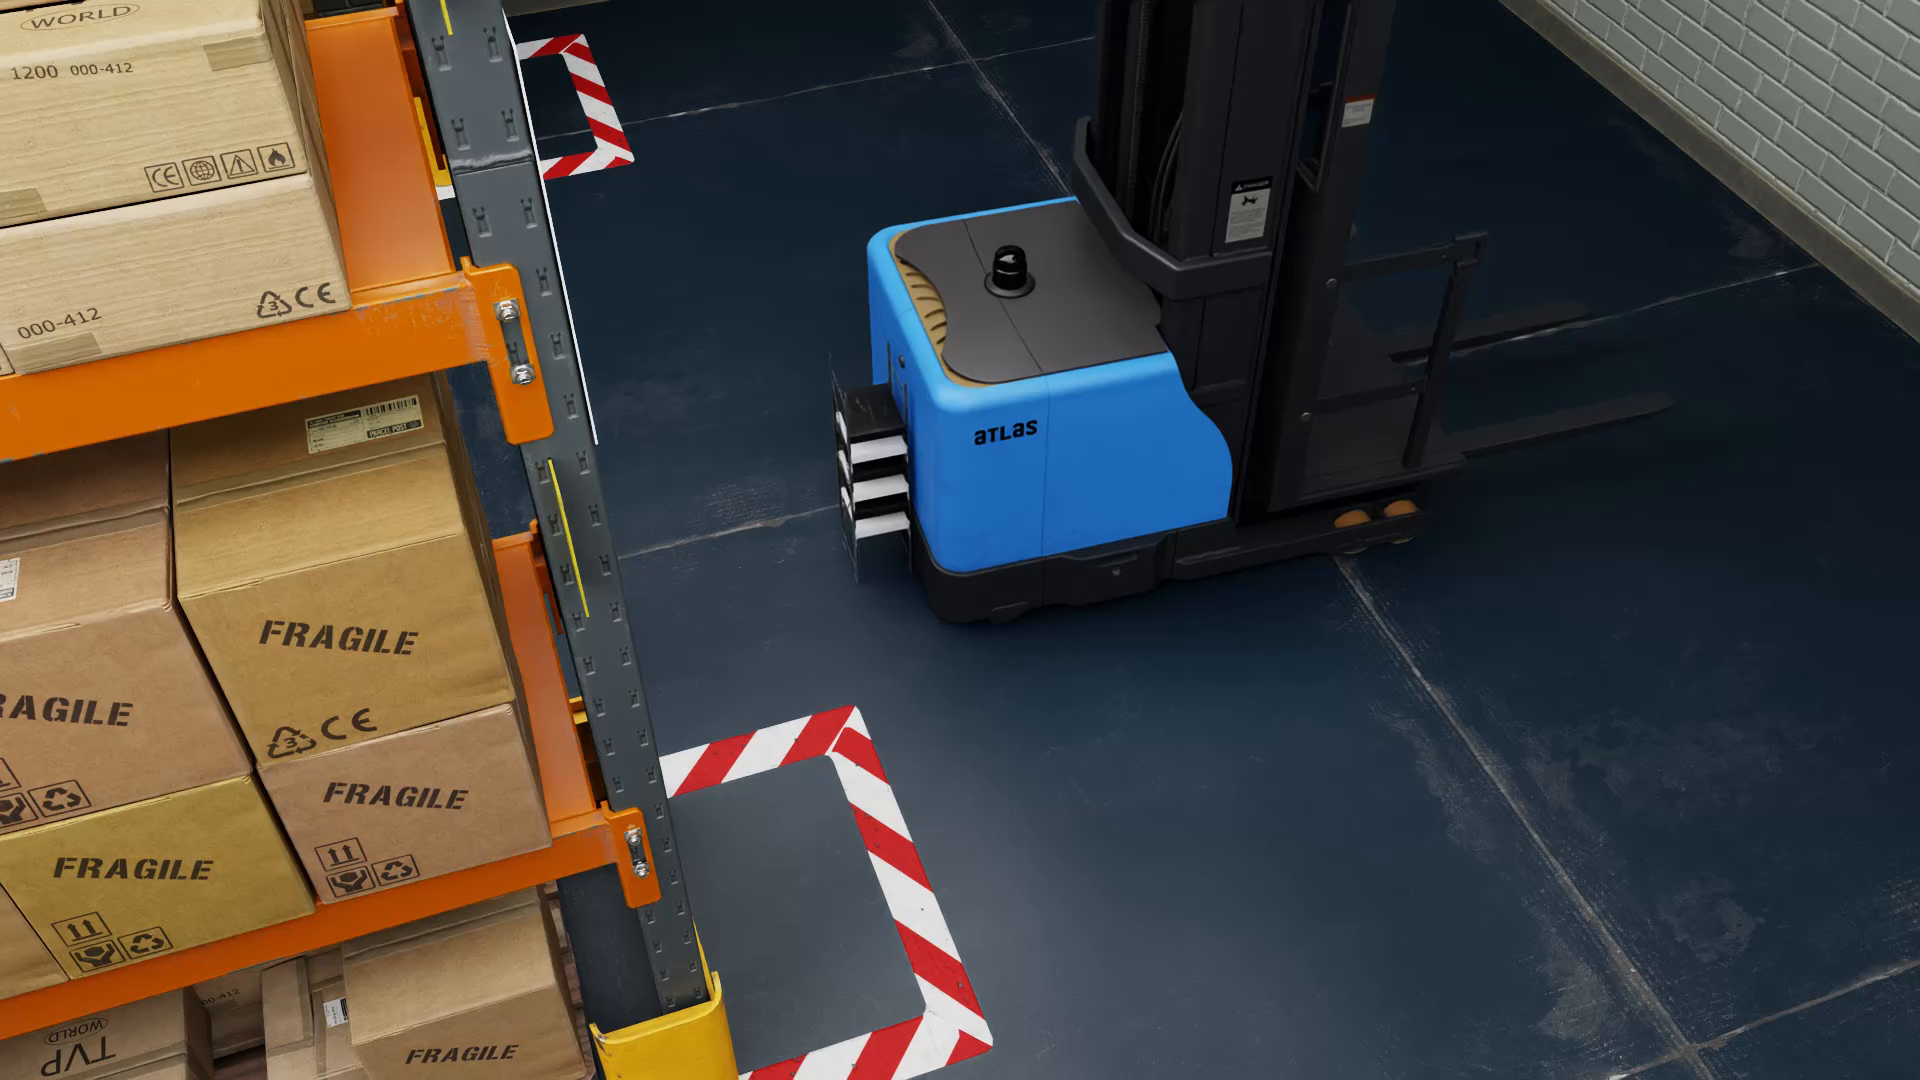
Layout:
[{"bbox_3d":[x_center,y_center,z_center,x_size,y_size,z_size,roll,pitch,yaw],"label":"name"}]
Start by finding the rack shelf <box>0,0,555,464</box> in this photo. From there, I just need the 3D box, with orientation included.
[{"bbox_3d":[-2.777,-0.177,2.699,4.000,0.370,1.077,-14,47,-14],"label":"rack shelf"}]

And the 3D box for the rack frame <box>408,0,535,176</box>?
[{"bbox_3d":[-0.896,-1.971,1.861,0.127,3.000,1.000,-14,47,-14],"label":"rack frame"}]

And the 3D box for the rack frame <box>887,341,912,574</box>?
[{"bbox_3d":[-0.212,-0.276,5.889,0.006,0.900,0.240,-12,46,-11],"label":"rack frame"}]

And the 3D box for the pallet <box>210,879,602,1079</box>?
[{"bbox_3d":[-1.717,1.342,4.764,1.213,0.211,1.003,-14,47,-14],"label":"pallet"}]

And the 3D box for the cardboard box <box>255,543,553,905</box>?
[{"bbox_3d":[-1.225,0.400,3.663,0.500,0.500,0.500,-13,47,-13],"label":"cardboard box"}]

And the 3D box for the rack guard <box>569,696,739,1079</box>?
[{"bbox_3d":[-0.967,1.047,4.853,0.348,0.500,1.175,-14,47,-14],"label":"rack guard"}]

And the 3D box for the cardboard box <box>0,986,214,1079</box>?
[{"bbox_3d":[-2.227,1.465,4.302,0.500,0.250,0.500,-14,47,-14],"label":"cardboard box"}]

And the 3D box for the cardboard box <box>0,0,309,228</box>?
[{"bbox_3d":[-1.293,-0.742,2.507,0.500,0.250,0.500,-14,47,-14],"label":"cardboard box"}]

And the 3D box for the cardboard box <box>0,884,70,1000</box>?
[{"bbox_3d":[-2.183,0.644,3.420,0.500,0.500,0.500,-14,47,-14],"label":"cardboard box"}]

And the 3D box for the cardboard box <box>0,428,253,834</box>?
[{"bbox_3d":[-1.696,0.171,3.186,0.500,0.500,0.500,-13,47,-13],"label":"cardboard box"}]

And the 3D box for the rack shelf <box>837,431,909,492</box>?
[{"bbox_3d":[-0.310,-0.295,5.829,0.200,0.077,0.258,-12,46,-11],"label":"rack shelf"}]

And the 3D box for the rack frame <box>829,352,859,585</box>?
[{"bbox_3d":[-0.407,-0.235,5.849,0.006,0.900,0.240,-12,46,-11],"label":"rack frame"}]

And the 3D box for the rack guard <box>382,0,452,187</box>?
[{"bbox_3d":[-2.559,-2.276,8.165,0.348,0.500,1.175,-14,47,-14],"label":"rack guard"}]

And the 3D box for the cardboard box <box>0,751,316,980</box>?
[{"bbox_3d":[-1.712,0.527,3.536,0.500,0.500,0.500,-14,47,-14],"label":"cardboard box"}]

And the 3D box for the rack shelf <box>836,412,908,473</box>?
[{"bbox_3d":[-0.310,-0.359,5.765,0.200,0.077,0.258,-12,46,-11],"label":"rack shelf"}]

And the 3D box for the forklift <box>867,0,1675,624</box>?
[{"bbox_3d":[1.236,-1.332,5.508,3.031,2.935,1.130,-12,46,-11],"label":"forklift"}]

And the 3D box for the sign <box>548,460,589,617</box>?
[{"bbox_3d":[-0.726,0.001,3.091,0.005,0.325,0.100,-14,47,-14],"label":"sign"}]

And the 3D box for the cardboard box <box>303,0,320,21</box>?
[{"bbox_3d":[-3.206,-2.184,7.777,0.500,0.500,0.700,-14,47,-14],"label":"cardboard box"}]

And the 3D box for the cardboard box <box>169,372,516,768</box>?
[{"bbox_3d":[-1.221,0.049,3.307,0.500,0.500,0.500,-15,47,-14],"label":"cardboard box"}]

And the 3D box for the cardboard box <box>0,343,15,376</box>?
[{"bbox_3d":[-1.764,-0.447,2.566,0.500,0.250,0.500,-14,47,-14],"label":"cardboard box"}]

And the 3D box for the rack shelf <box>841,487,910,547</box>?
[{"bbox_3d":[-0.310,-0.105,6.020,0.200,0.077,0.258,-12,46,-11],"label":"rack shelf"}]

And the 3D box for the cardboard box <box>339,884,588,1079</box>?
[{"bbox_3d":[-1.324,1.169,4.422,0.500,0.500,0.500,-14,47,-14],"label":"cardboard box"}]

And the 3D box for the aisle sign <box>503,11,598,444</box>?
[{"bbox_3d":[-0.728,-0.583,2.878,0.004,0.787,0.394,-14,47,-14],"label":"aisle sign"}]

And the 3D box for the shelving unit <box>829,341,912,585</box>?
[{"bbox_3d":[-0.310,-0.255,5.869,0.210,0.900,0.258,-12,46,-11],"label":"shelving unit"}]

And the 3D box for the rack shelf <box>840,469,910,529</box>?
[{"bbox_3d":[-0.310,-0.168,5.957,0.200,0.077,0.258,-12,46,-11],"label":"rack shelf"}]

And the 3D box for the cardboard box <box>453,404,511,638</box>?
[{"bbox_3d":[-1.403,0.042,4.019,0.500,0.500,0.500,-13,47,-13],"label":"cardboard box"}]

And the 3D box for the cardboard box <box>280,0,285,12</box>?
[{"bbox_3d":[-1.468,-1.086,2.849,0.500,0.250,0.500,-14,47,-14],"label":"cardboard box"}]

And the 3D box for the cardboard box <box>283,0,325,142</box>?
[{"bbox_3d":[-1.465,-0.905,3.022,0.500,0.250,0.500,-14,47,-14],"label":"cardboard box"}]

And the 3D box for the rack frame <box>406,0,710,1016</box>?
[{"bbox_3d":[-0.896,0.147,3.986,0.127,3.000,1.000,-14,47,-14],"label":"rack frame"}]

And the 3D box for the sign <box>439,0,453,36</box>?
[{"bbox_3d":[-0.726,-0.850,2.237,0.005,0.325,0.100,-14,47,-14],"label":"sign"}]

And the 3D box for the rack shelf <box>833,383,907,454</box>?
[{"bbox_3d":[-0.310,-0.423,5.702,0.200,0.077,0.258,-12,46,-11],"label":"rack shelf"}]

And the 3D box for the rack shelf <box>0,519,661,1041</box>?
[{"bbox_3d":[-2.777,0.882,3.762,4.000,0.370,1.077,-14,47,-14],"label":"rack shelf"}]

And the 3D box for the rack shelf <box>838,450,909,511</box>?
[{"bbox_3d":[-0.310,-0.232,5.893,0.200,0.077,0.258,-12,46,-11],"label":"rack shelf"}]

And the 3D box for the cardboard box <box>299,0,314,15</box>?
[{"bbox_3d":[-3.156,-2.576,7.710,0.250,0.149,0.380,-14,47,-14],"label":"cardboard box"}]

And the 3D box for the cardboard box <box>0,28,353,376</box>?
[{"bbox_3d":[-1.290,-0.560,2.679,0.500,0.250,0.500,-14,47,-14],"label":"cardboard box"}]

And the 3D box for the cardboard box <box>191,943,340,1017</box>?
[{"bbox_3d":[-1.974,1.024,4.742,0.500,0.250,0.500,-14,47,-14],"label":"cardboard box"}]

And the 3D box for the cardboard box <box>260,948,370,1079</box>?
[{"bbox_3d":[-1.735,1.324,4.503,0.250,0.166,0.380,-14,47,-14],"label":"cardboard box"}]

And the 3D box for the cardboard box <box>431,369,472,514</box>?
[{"bbox_3d":[-1.403,-0.311,3.665,0.500,0.500,0.500,-13,47,-13],"label":"cardboard box"}]
